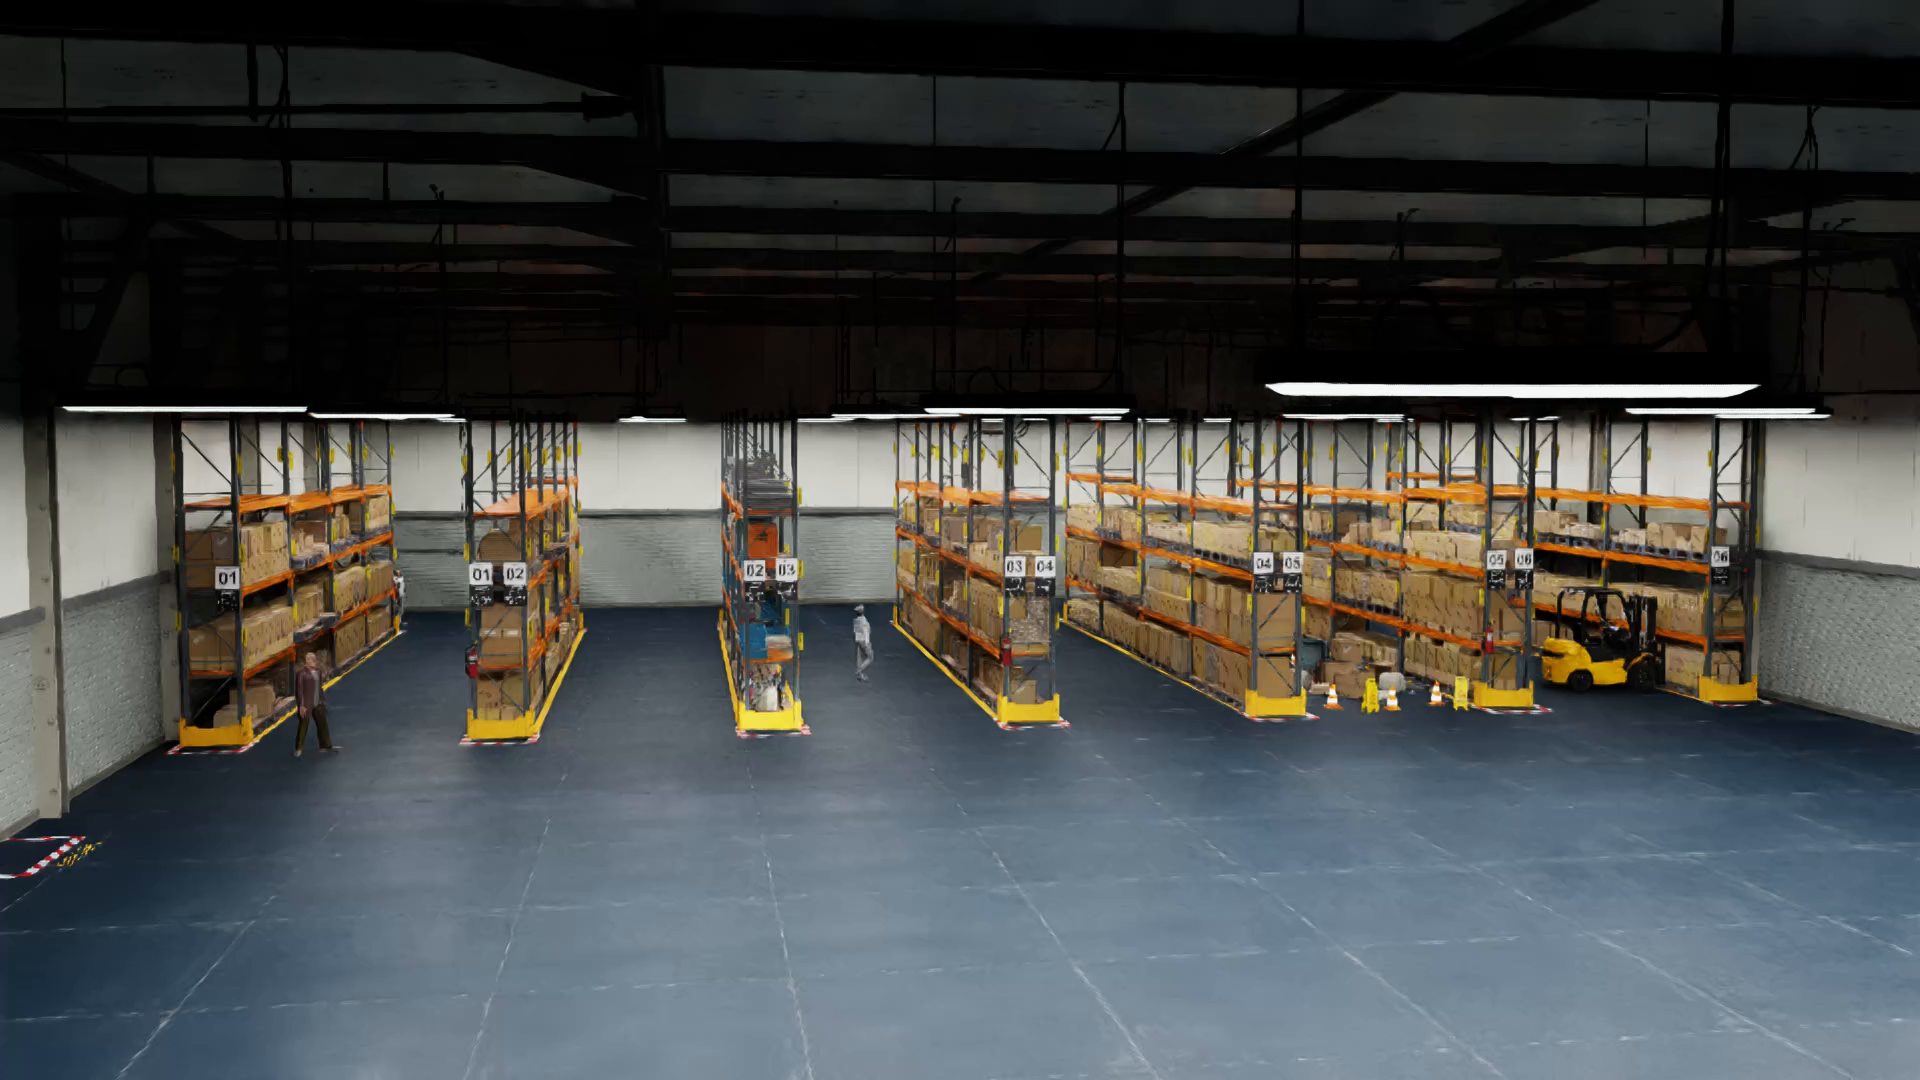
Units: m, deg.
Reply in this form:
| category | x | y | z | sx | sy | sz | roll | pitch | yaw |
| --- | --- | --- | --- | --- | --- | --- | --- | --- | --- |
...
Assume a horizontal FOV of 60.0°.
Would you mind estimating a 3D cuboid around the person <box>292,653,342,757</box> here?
| category | x | y | z | sx | sy | sz | roll | pitch | yaw |
| --- | --- | --- | --- | --- | --- | --- | --- | --- | --- |
| person | -11.155 | 2.820 | 28.666 | 0.578 | 1.773 | 0.766 | 2 | 4 | 25 |

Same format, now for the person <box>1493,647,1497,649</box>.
| category | x | y | z | sx | sy | sz | roll | pitch | yaw |
| --- | --- | --- | --- | --- | --- | --- | --- | --- | --- |
| person | 12.088 | 2.240 | 38.015 | 0.464 | 1.650 | 0.498 | 2 | 4 | 21 |

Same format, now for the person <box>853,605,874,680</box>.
| category | x | y | z | sx | sy | sz | roll | pitch | yaw |
| --- | --- | --- | --- | --- | --- | --- | --- | --- | --- |
| person | -2.205 | 2.297 | 37.134 | 0.414 | 1.673 | 0.516 | -3 | 5 | -38 |

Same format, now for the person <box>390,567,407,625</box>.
| category | x | y | z | sx | sy | sz | roll | pitch | yaw |
| --- | --- | --- | --- | --- | --- | --- | --- | --- | --- |
| person | -16.092 | 1.598 | 47.295 | 0.452 | 1.673 | 0.642 | 2 | 5 | 29 |

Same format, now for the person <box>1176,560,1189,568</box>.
| category | x | y | z | sx | sy | sz | roll | pitch | yaw |
| --- | --- | --- | --- | --- | --- | --- | --- | --- | --- |
| person | 7.135 | 1.145 | 53.149 | 0.614 | 1.767 | 0.566 | -4 | 5 | -42 |
